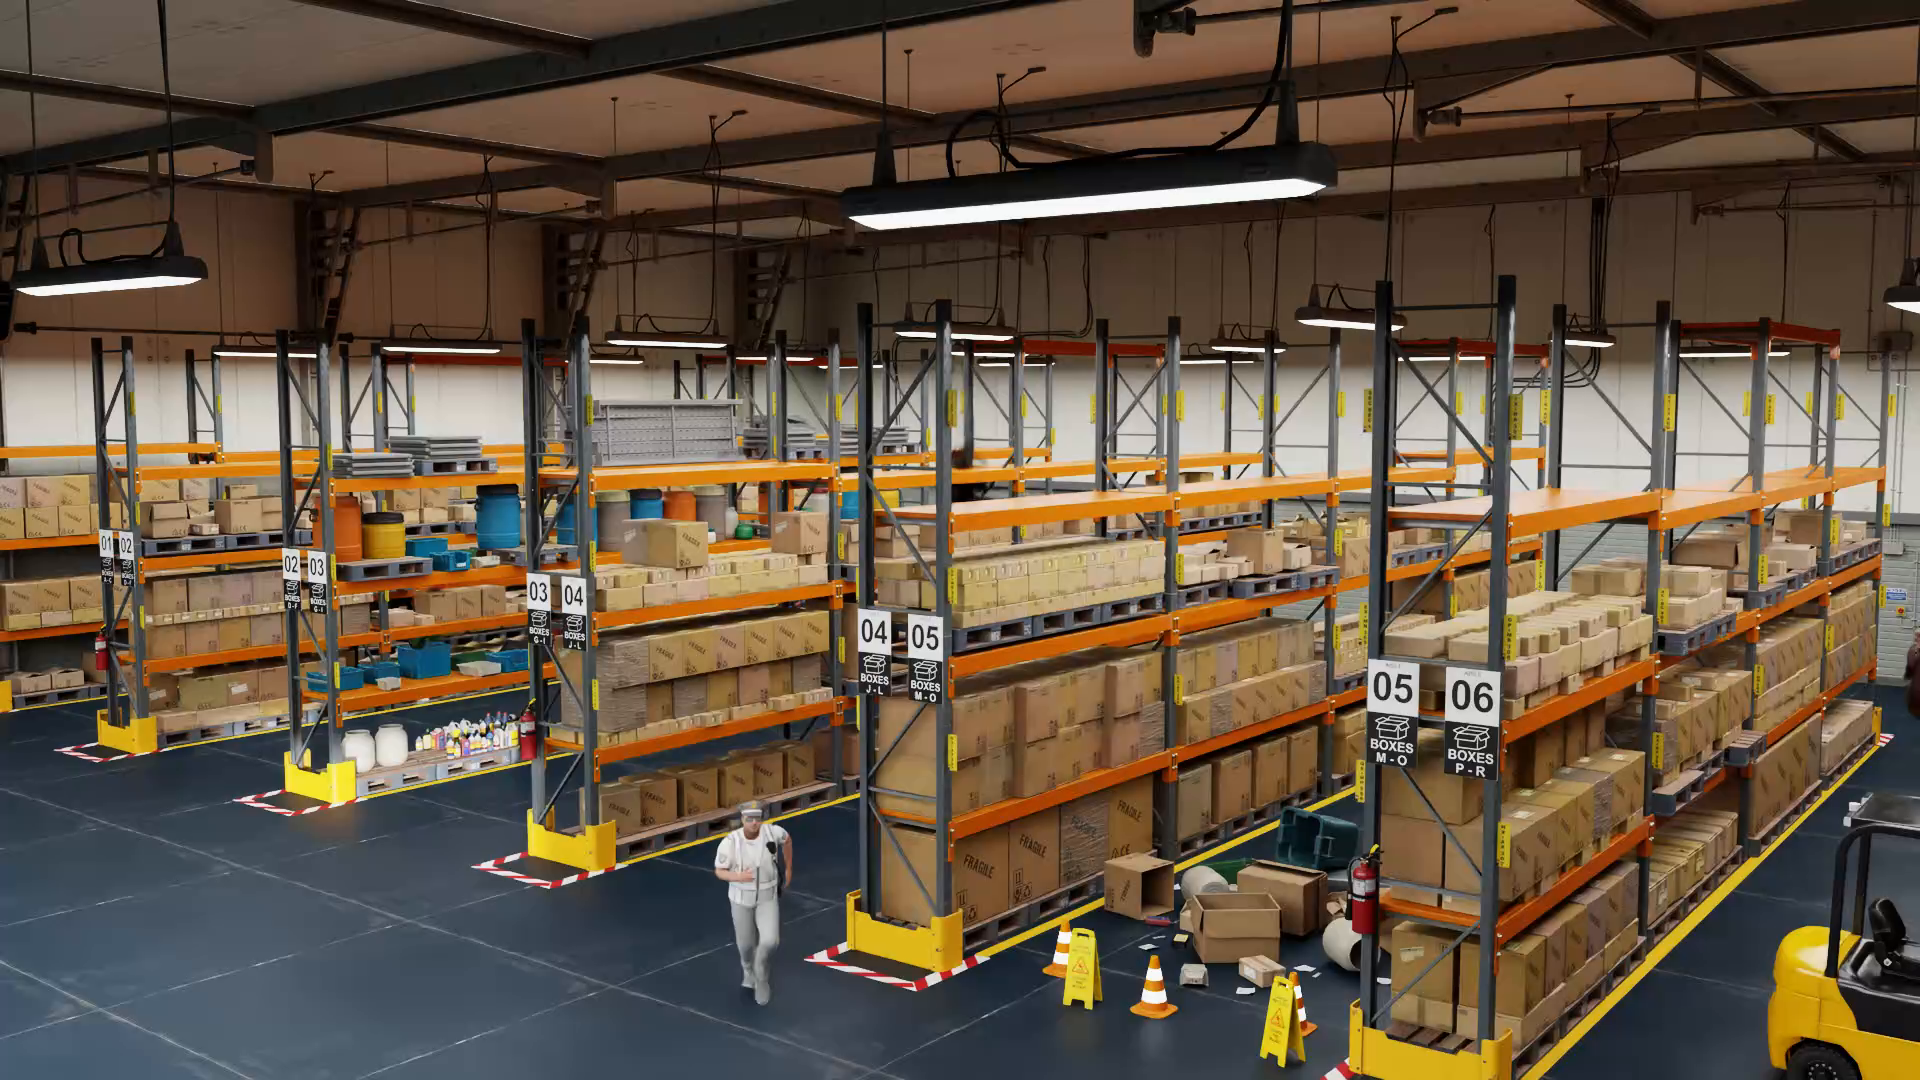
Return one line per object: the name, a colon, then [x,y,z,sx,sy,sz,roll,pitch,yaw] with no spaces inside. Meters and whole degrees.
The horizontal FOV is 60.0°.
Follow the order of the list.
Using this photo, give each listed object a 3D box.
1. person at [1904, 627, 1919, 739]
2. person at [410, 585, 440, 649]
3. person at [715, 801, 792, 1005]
person: [14.392,2.154,24.855,0.737,1.725,0.688,-1,5,-7]
person: [-9.737,1.638,30.484,0.669,1.807,0.752,3,6,30]
person: [-1.740,3.064,14.160,0.692,1.771,0.835,-1,5,-14]
